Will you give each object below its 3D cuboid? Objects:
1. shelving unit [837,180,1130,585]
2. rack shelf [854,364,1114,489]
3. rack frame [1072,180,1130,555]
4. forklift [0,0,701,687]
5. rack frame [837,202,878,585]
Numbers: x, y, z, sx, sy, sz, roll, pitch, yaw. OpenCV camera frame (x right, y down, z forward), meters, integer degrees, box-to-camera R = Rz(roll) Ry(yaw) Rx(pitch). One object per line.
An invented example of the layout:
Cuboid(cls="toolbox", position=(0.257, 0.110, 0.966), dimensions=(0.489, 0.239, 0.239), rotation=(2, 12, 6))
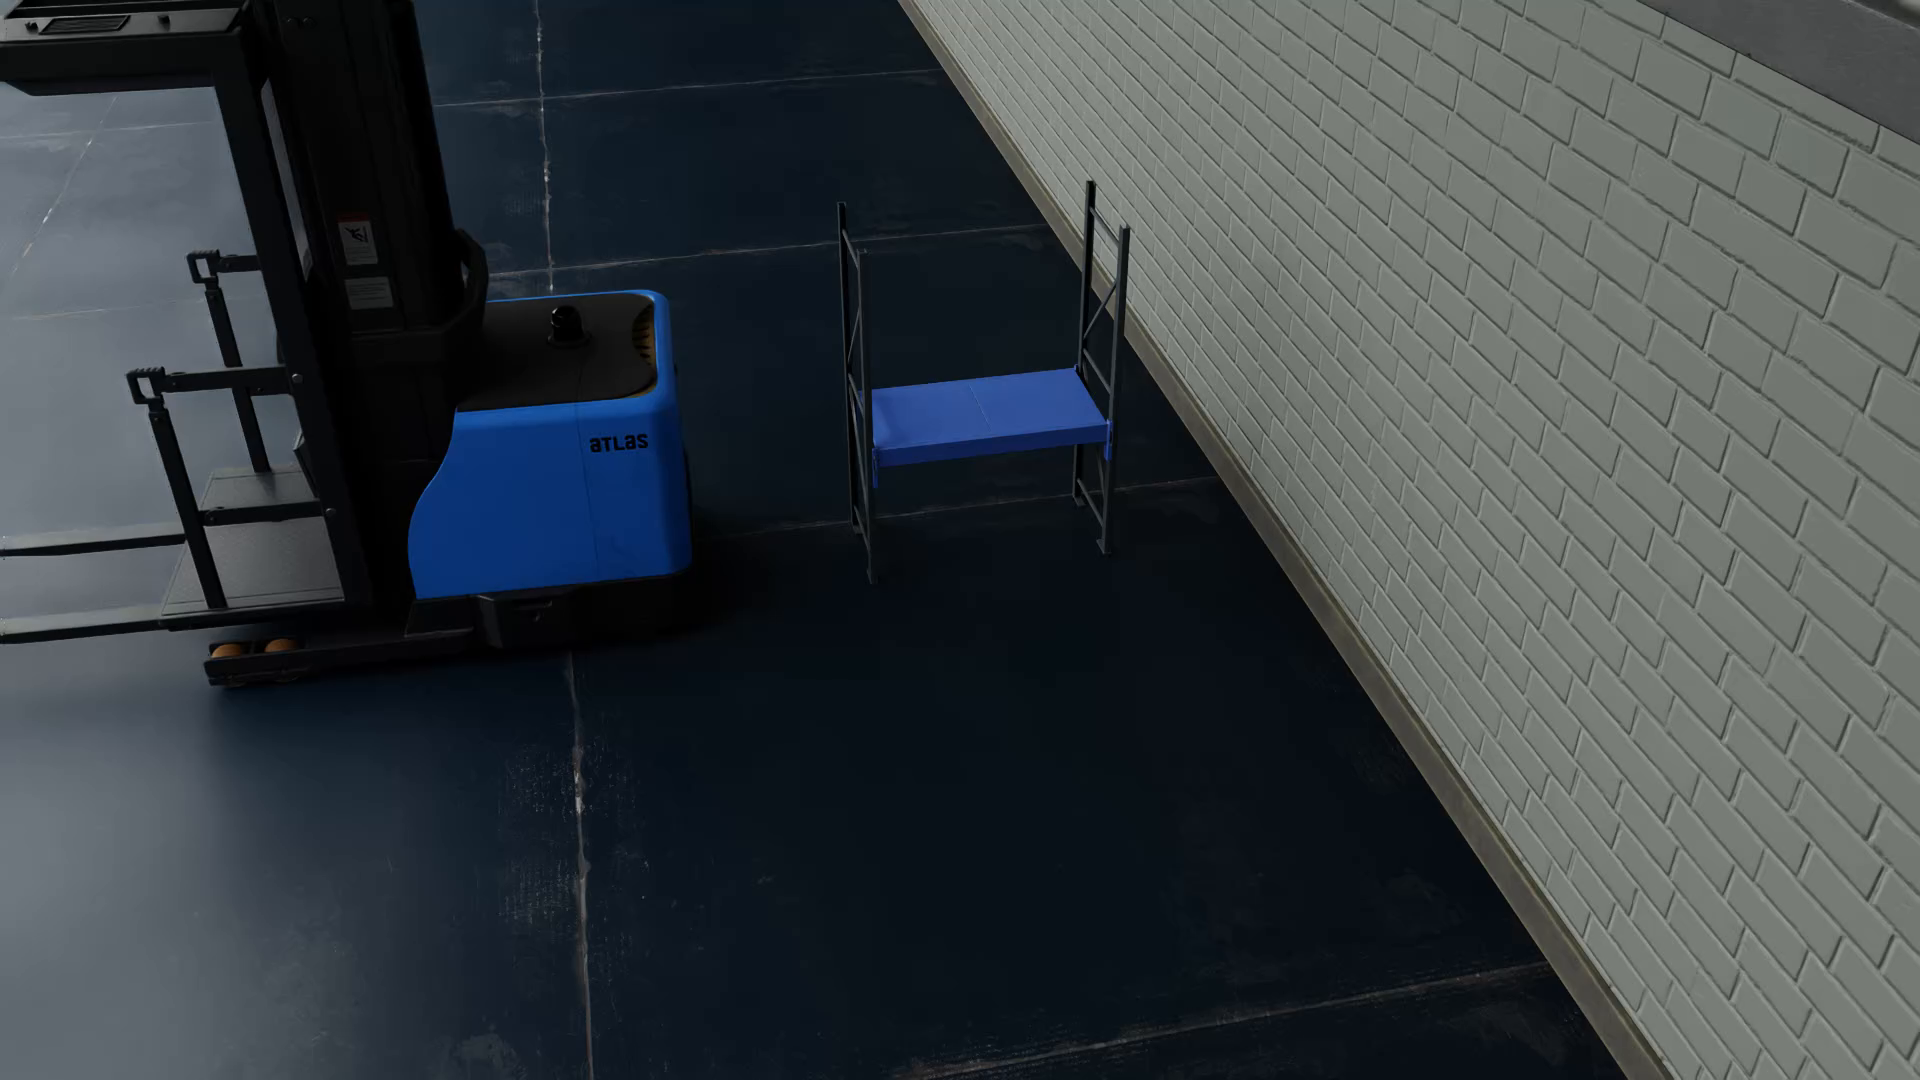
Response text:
Cuboid(cls="shelving unit", position=(0.083, -0.633, 6.848), dimensions=(1.048, 1.500, 0.538), rotation=(-7, 35, -11))
Cuboid(cls="rack shelf", position=(0.083, -0.484, 6.948), dimensions=(1.000, 0.185, 0.538), rotation=(-7, 35, -11))
Cuboid(cls="rack frame", position=(0.579, -0.696, 6.941), dimensions=(0.032, 1.500, 0.500), rotation=(-7, 35, -11))
Cuboid(cls="forklift", position=(-2.609, -0.968, 6.062), dimensions=(3.031, 2.935, 1.130), rotation=(-6, 34, -8))
Cuboid(cls="rack frame", position=(-0.413, -0.571, 6.755), dimensions=(0.032, 1.500, 0.500), rotation=(-7, 35, -11))
